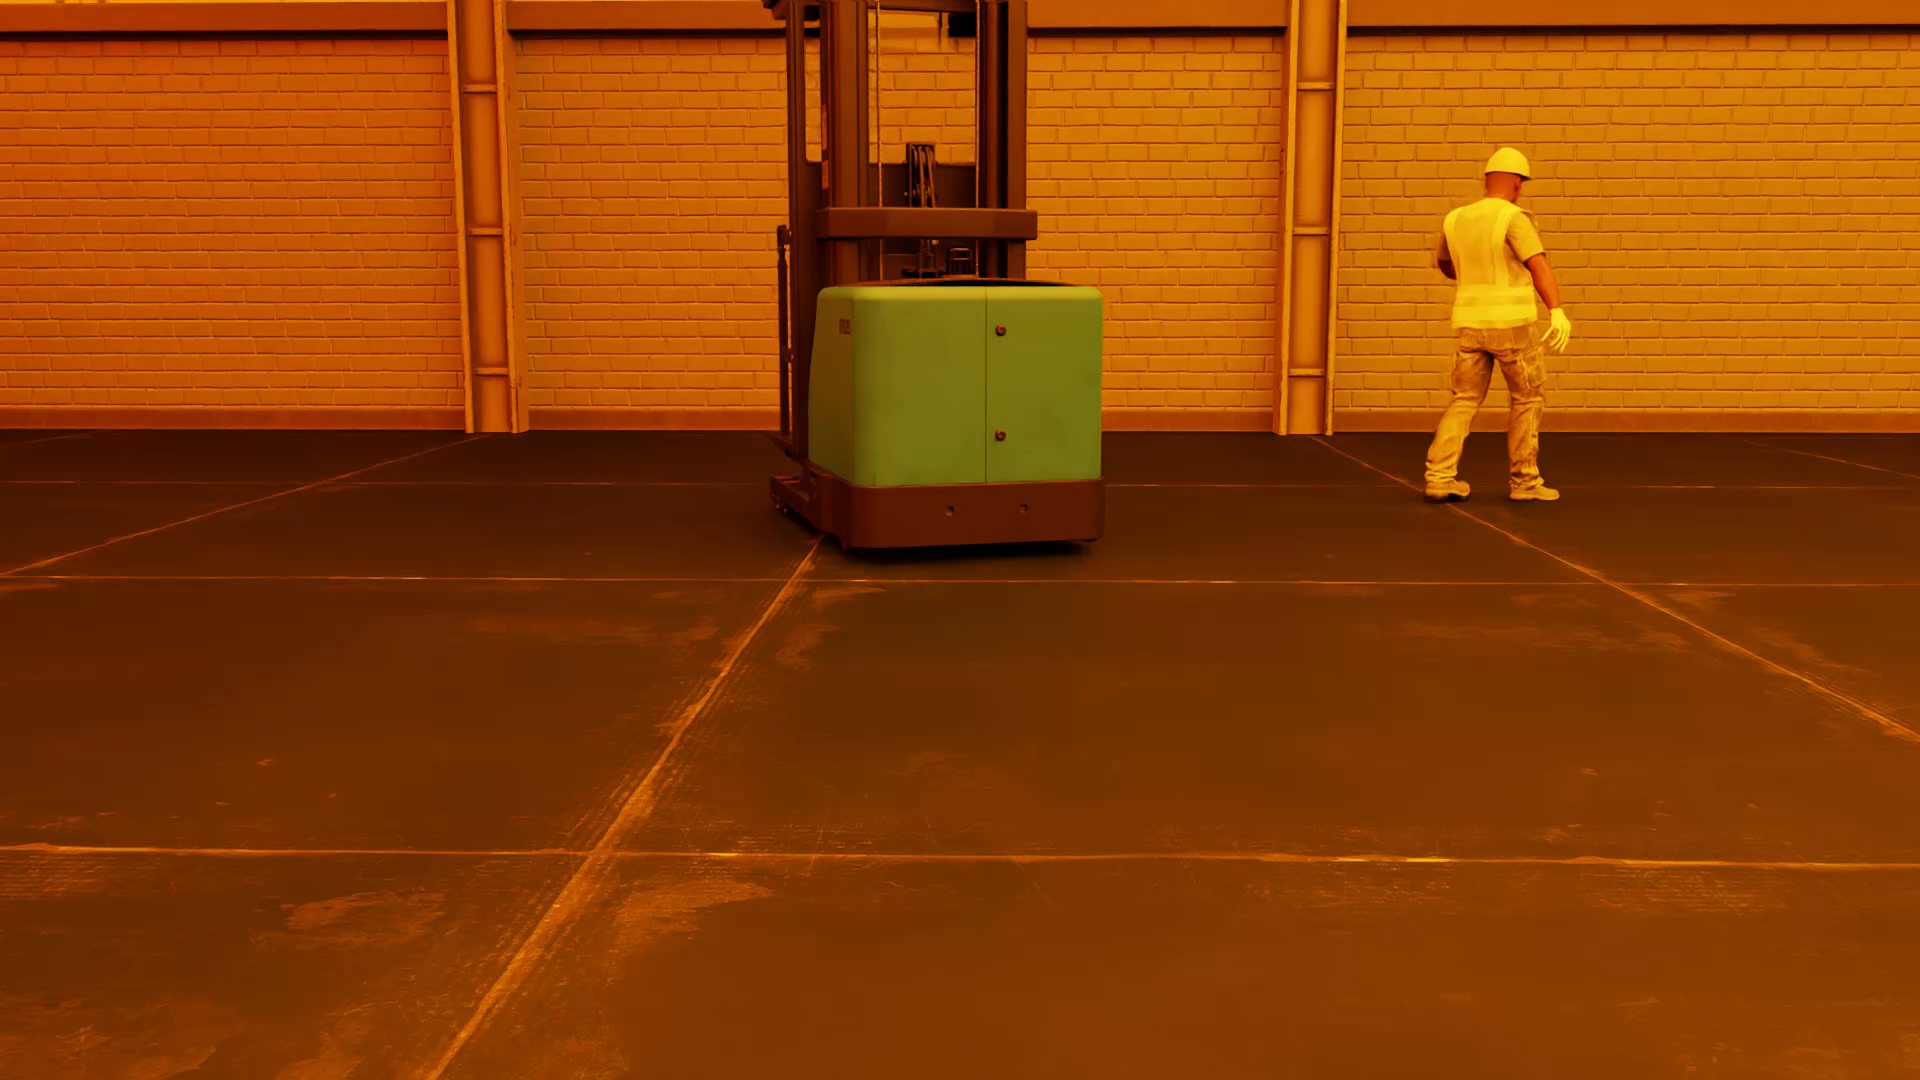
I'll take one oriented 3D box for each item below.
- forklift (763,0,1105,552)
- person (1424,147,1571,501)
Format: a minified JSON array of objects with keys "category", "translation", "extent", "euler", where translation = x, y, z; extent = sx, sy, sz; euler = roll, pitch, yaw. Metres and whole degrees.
[{"category":"forklift","translation":[-0.301,-1.583,7.781],"extent":[1.130,2.935,3.031],"euler":[-2,9,-15]},{"category":"person","translation":[2.738,-1.064,8.322],"extent":[0.768,1.760,1.014],"euler":[-6,10,-33]}]
